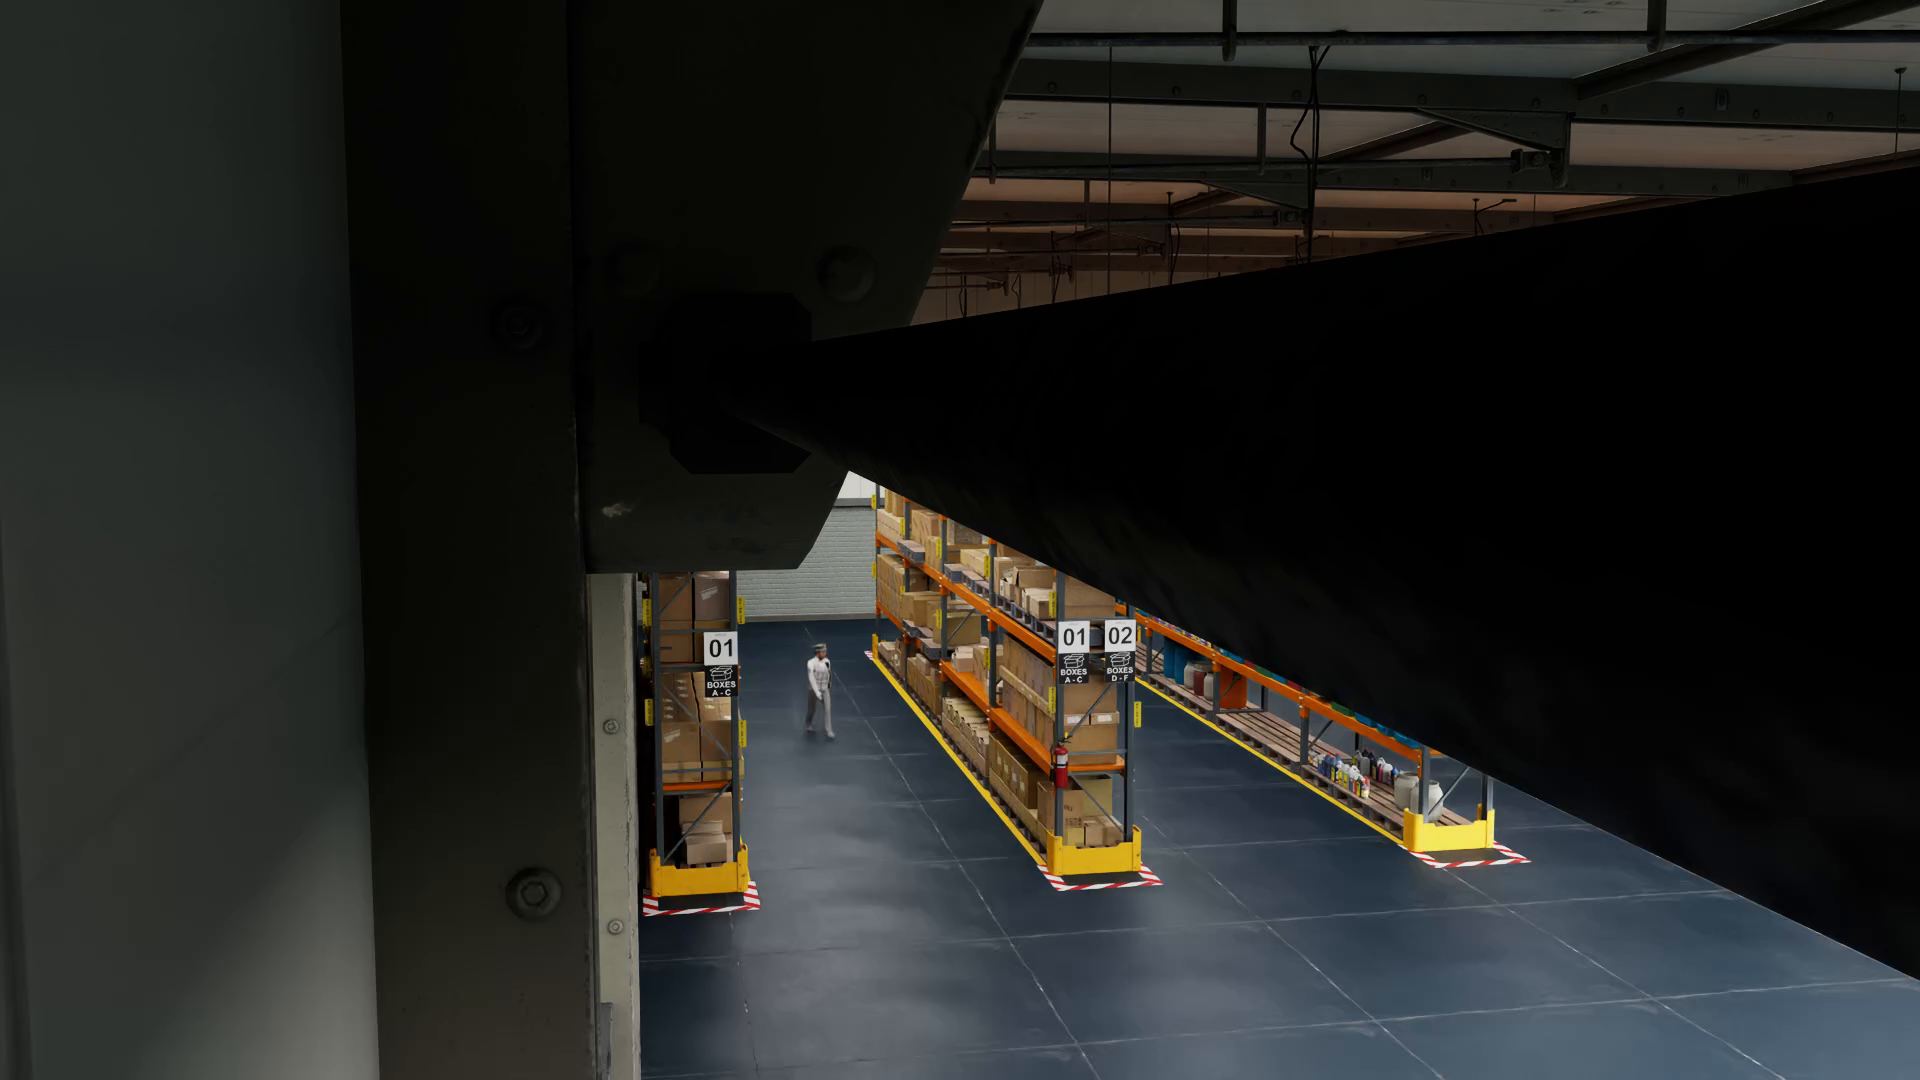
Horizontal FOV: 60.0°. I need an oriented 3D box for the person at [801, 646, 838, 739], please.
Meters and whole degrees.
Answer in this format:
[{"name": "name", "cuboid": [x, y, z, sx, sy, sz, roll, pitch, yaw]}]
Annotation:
[{"name": "person", "cuboid": [-2.390, 2.610, 28.770, 0.457, 1.539, 0.969, -5, 8, -41]}]
